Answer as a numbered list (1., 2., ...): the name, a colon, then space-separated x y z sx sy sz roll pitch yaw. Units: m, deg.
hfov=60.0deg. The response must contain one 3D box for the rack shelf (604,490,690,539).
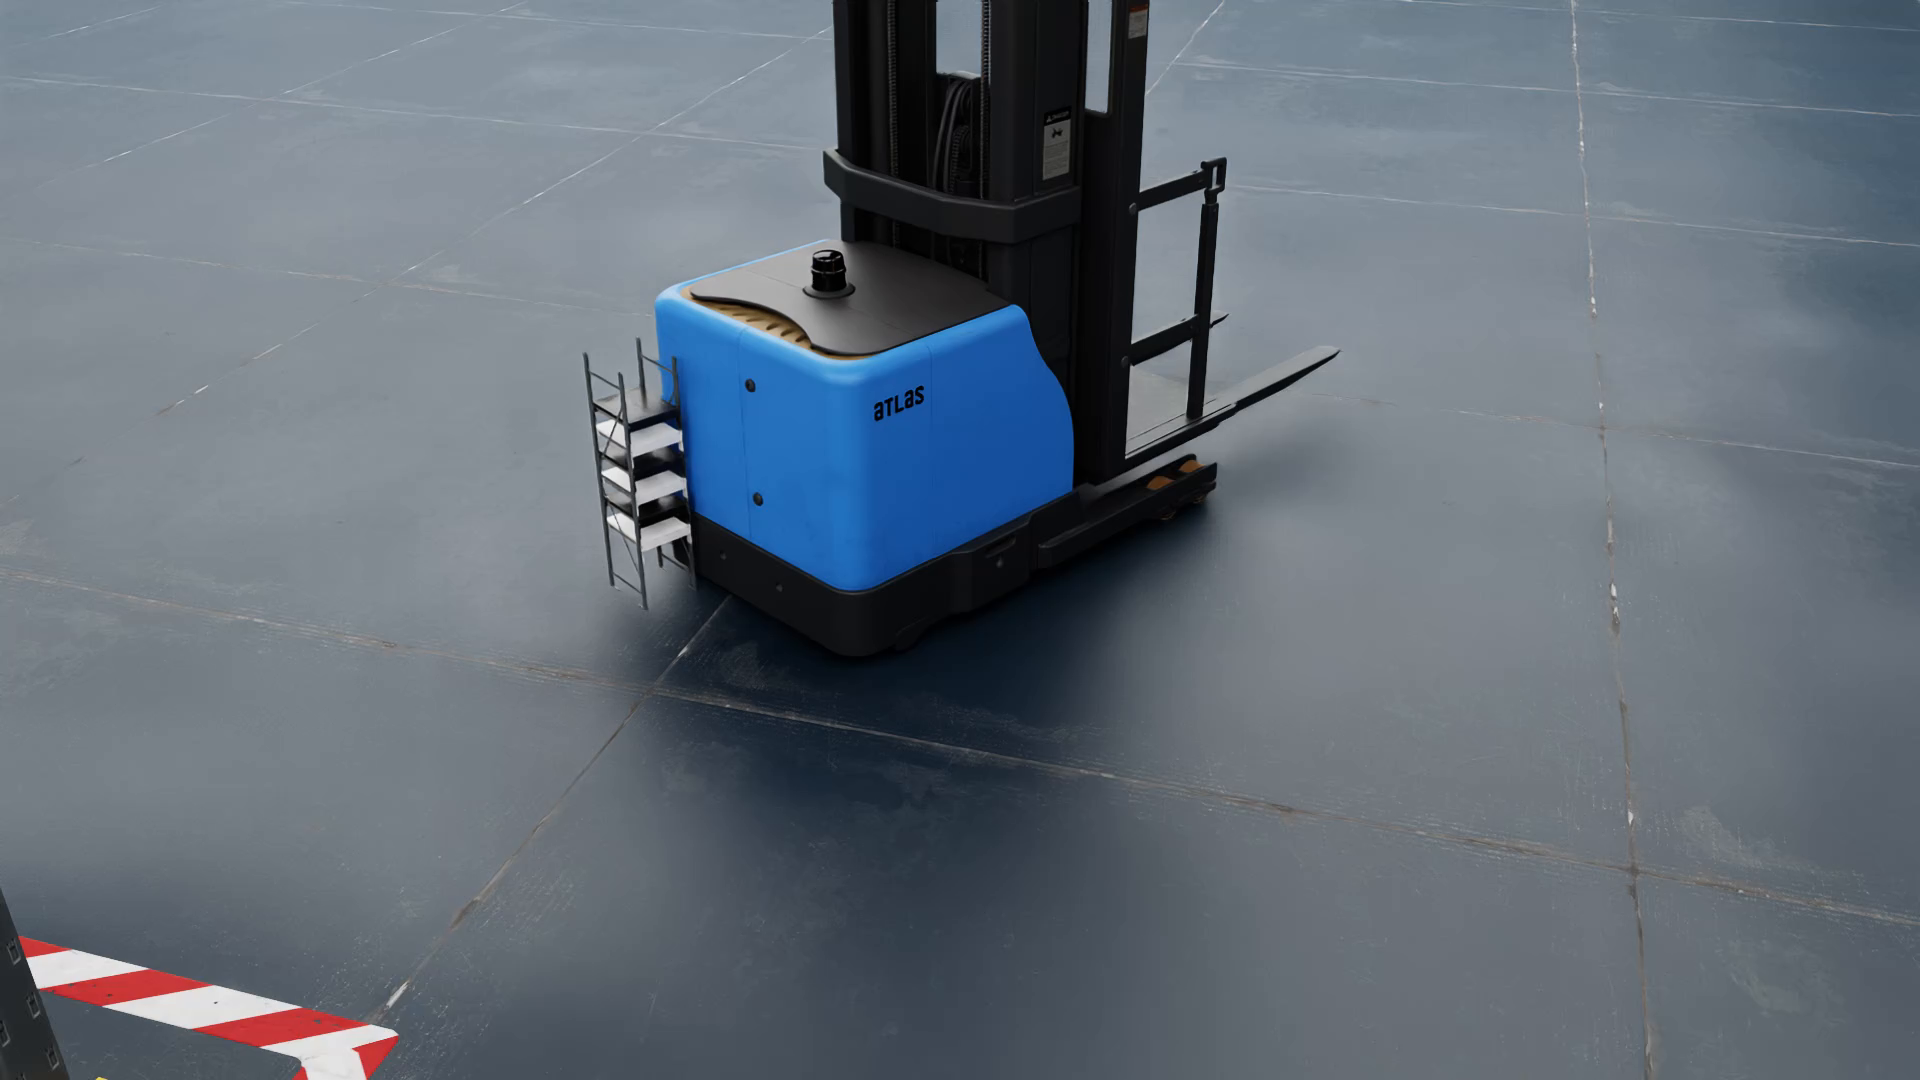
1. rack shelf: -1.094 -0.112 5.779 0.200 0.077 0.258 -23 37 -35

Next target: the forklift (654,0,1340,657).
1. forklift: 0.361 -1.516 5.960 3.031 2.935 1.130 -26 38 -38

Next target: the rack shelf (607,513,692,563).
1. rack shelf: -1.094 -0.033 5.822 0.200 0.077 0.258 -23 37 -35

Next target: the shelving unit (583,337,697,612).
1. shelving unit: -1.094 -0.219 5.719 0.210 0.900 0.258 -23 37 -35

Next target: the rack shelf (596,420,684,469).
1. rack shelf: -1.094 -0.348 5.647 0.200 0.077 0.258 -23 37 -35

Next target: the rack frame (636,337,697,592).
1. rack frame: -1.018 -0.252 5.778 0.006 0.900 0.240 -23 37 -35

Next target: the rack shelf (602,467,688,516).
1. rack shelf: -1.094 -0.190 5.735 0.200 0.077 0.258 -23 37 -35

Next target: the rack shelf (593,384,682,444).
1. rack shelf: -1.094 -0.426 5.604 0.200 0.077 0.258 -23 37 -35

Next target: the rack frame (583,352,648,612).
1. rack frame: -1.170 -0.187 5.660 0.006 0.900 0.240 -23 37 -35

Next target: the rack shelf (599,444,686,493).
1. rack shelf: -1.094 -0.269 5.691 0.200 0.077 0.258 -23 37 -35
